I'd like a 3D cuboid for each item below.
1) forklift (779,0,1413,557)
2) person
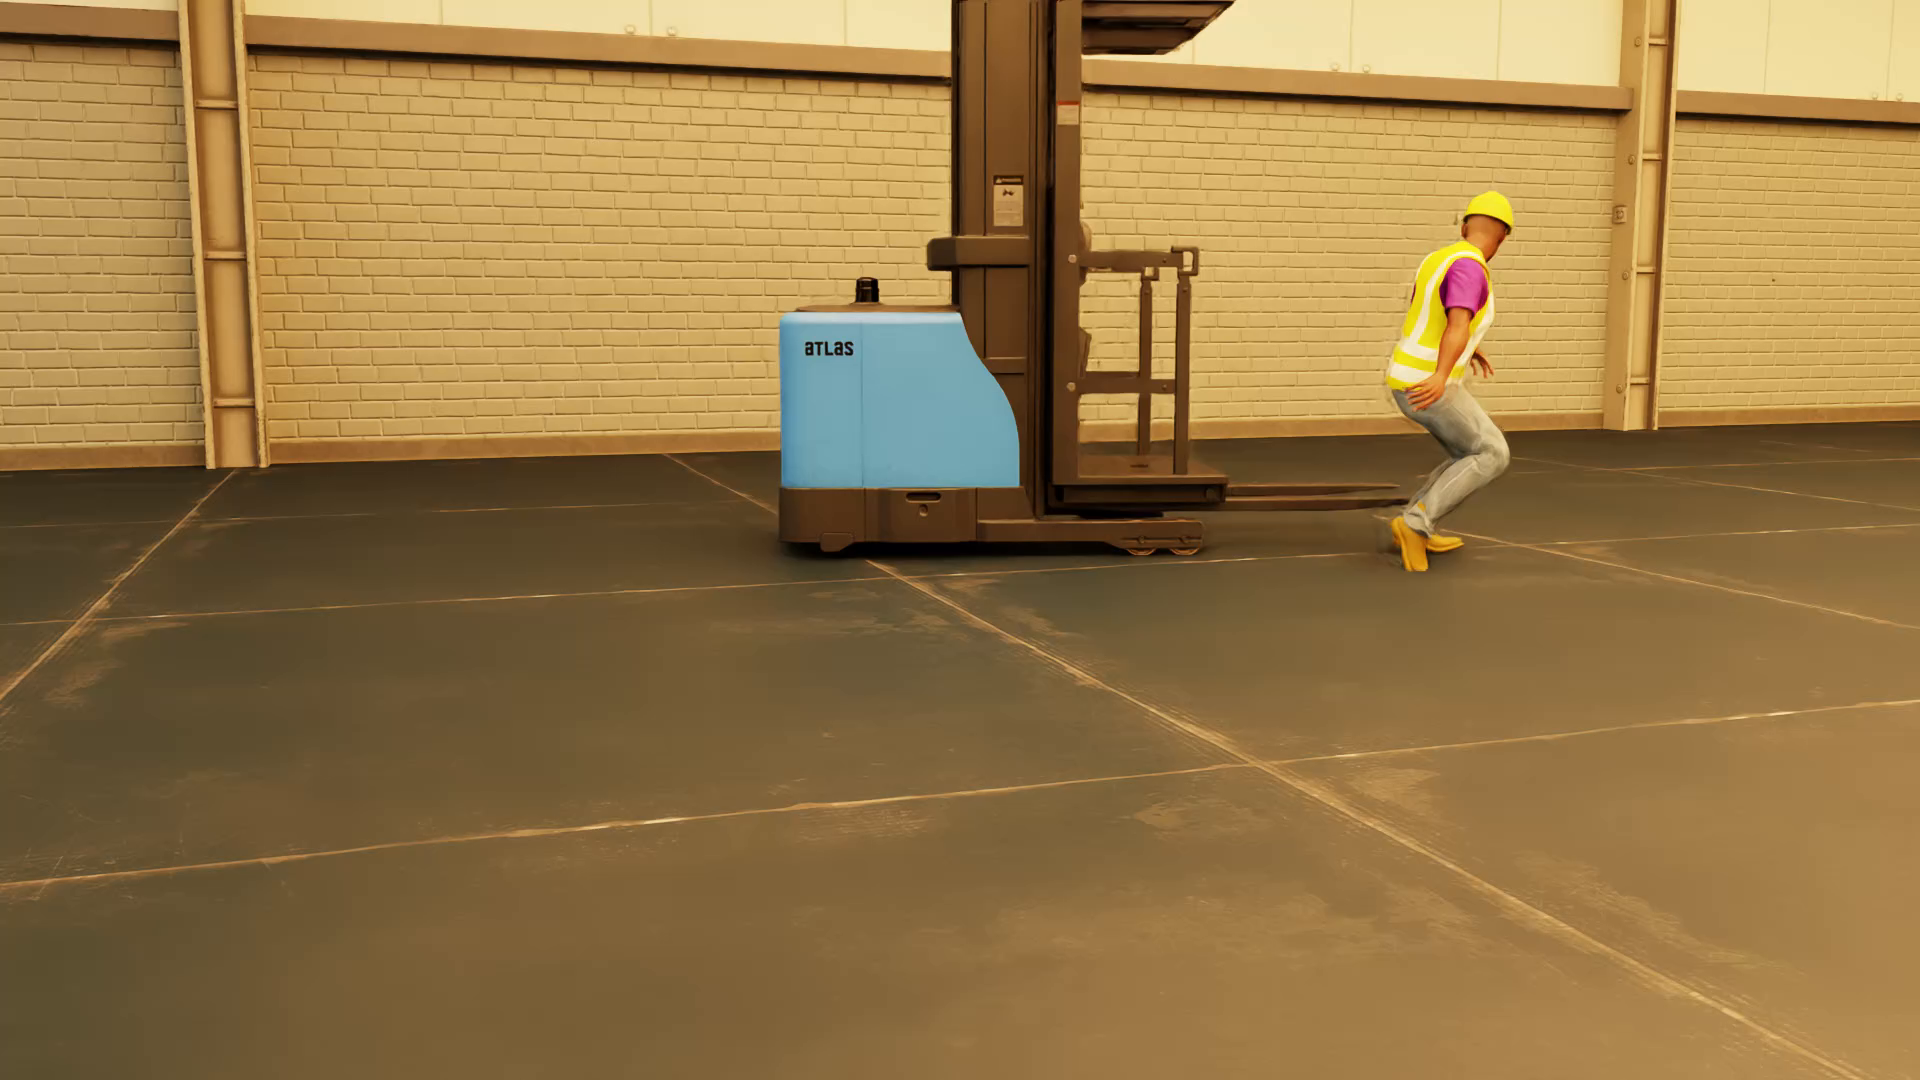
[{"bbox_3d":[0.688,-1.450,7.706,3.031,2.935,1.130,0,8,-3],"label":"forklift"},{"bbox_3d":[2.085,-0.654,7.107,0.507,1.652,1.049,2,8,11],"label":"person"}]
